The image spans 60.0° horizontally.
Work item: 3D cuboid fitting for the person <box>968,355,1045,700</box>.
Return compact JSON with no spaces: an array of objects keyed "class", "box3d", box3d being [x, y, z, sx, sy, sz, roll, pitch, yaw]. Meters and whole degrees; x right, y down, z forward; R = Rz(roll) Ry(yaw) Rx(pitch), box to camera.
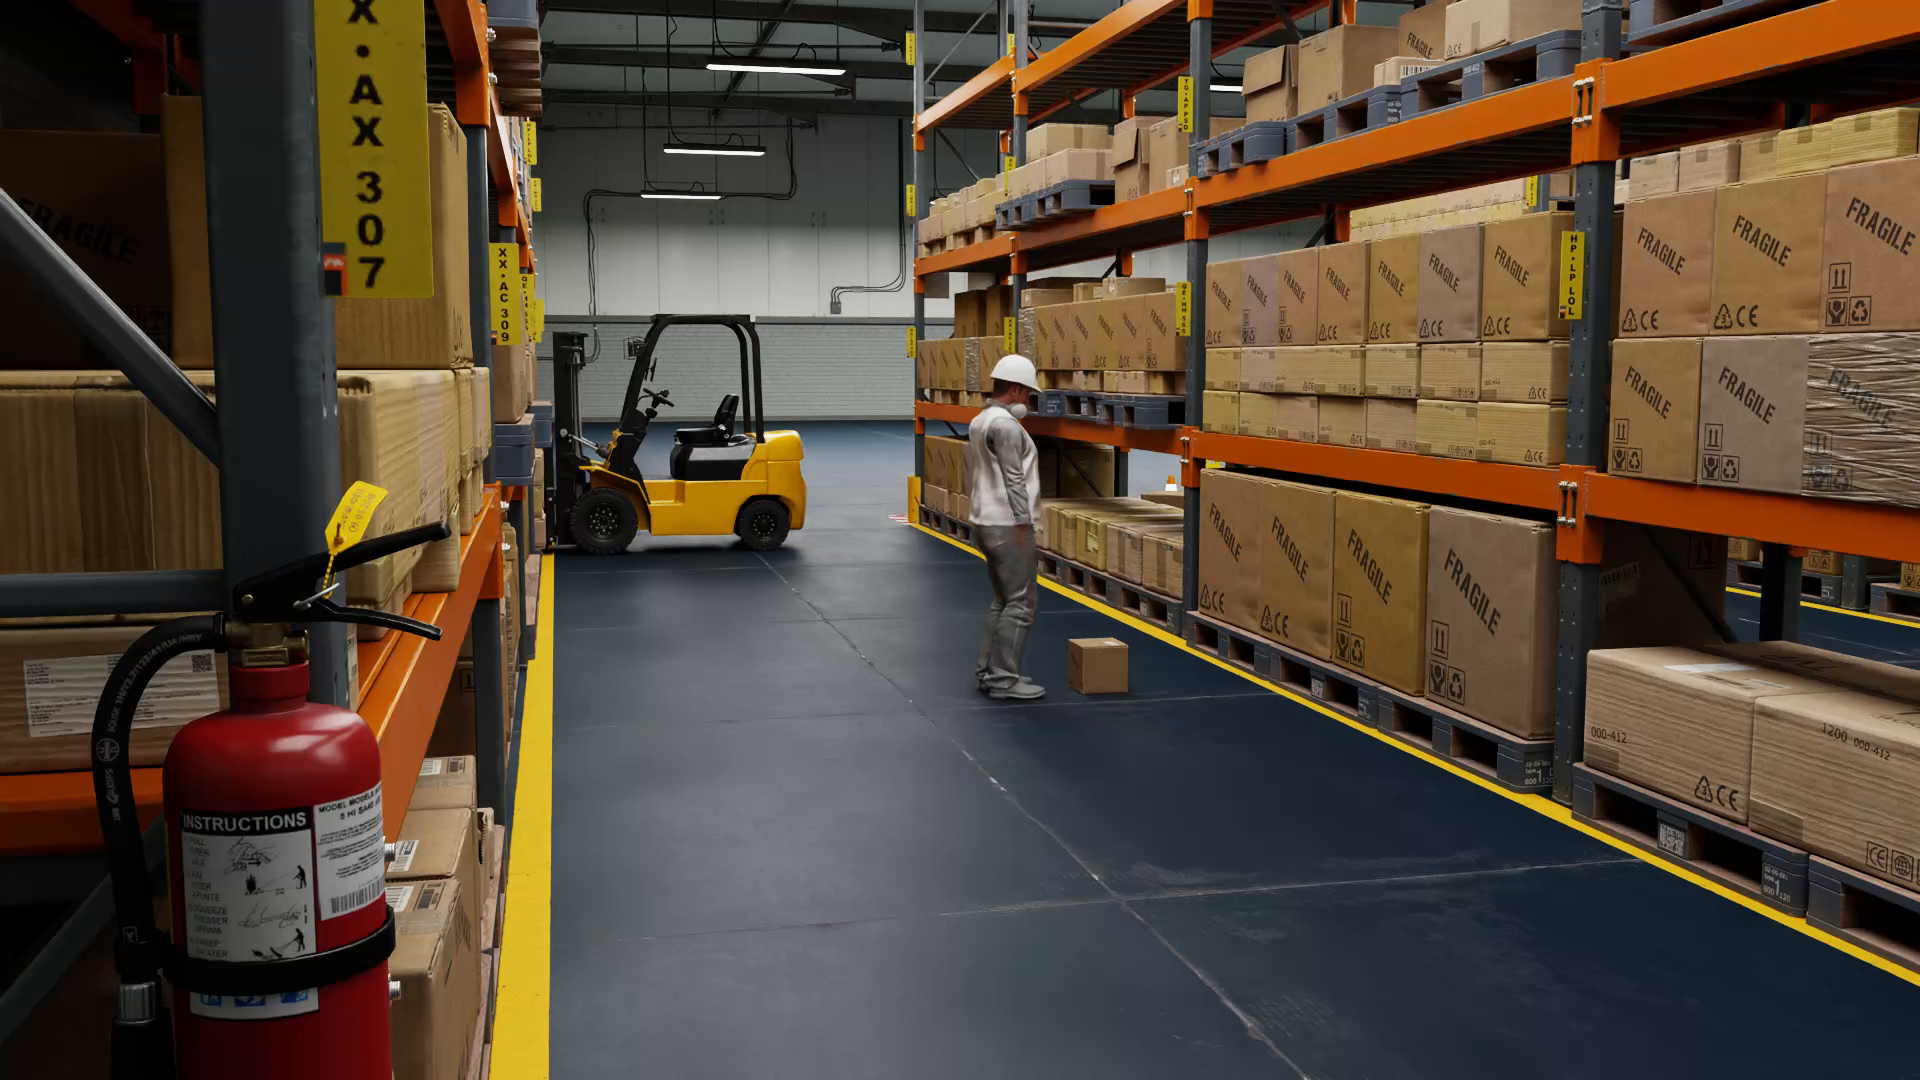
[{"class":"person","box3d":[0.245,-0.074,8.608,0.378,1.760,0.538,-1,6,-13]}]
